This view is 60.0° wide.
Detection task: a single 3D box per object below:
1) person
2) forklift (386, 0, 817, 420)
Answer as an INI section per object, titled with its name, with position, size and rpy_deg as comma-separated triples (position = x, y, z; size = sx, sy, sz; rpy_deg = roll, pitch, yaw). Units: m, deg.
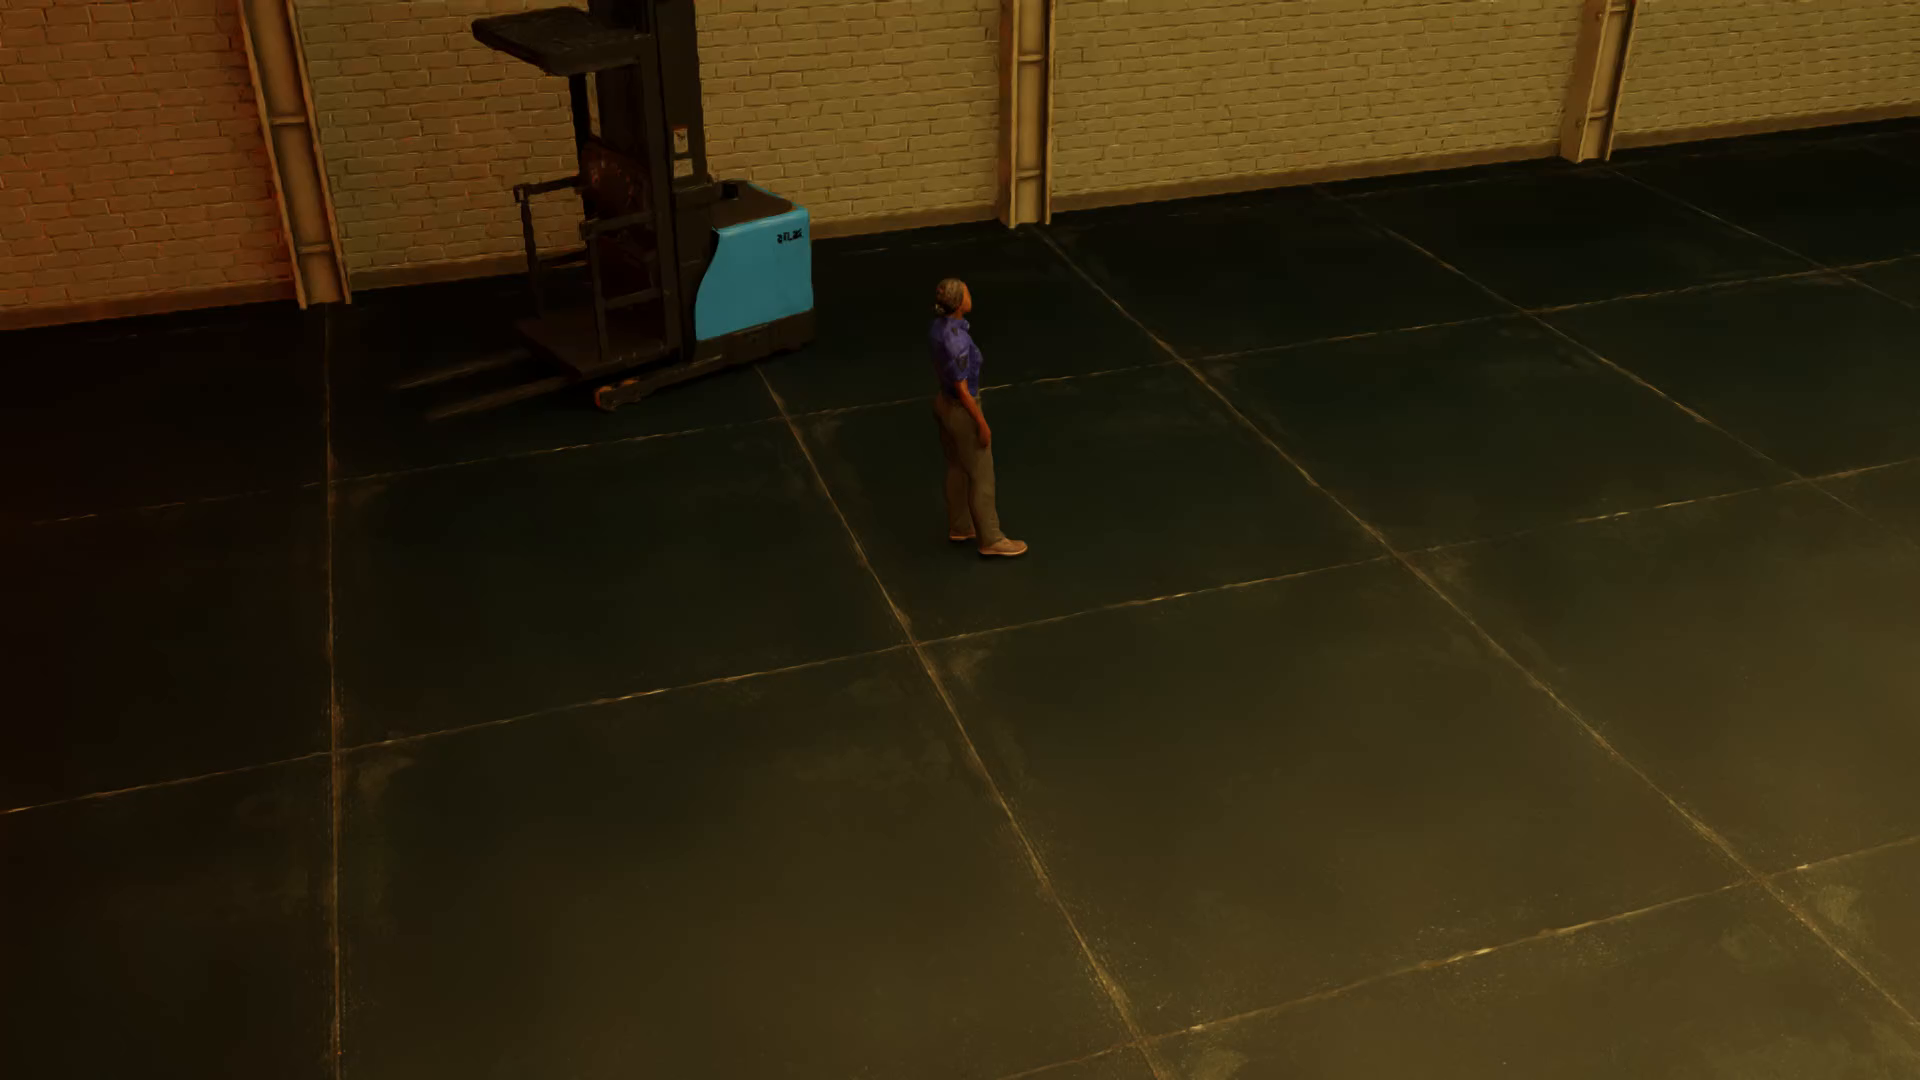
[person]
position = 0.089, -0.728, 9.618
size = 0.503, 1.654, 0.570
rpy_deg = -10, 31, -16
[forklift]
position = -2.548, -2.472, 11.383
size = 3.031, 2.935, 1.130
rpy_deg = -22, 36, -33
